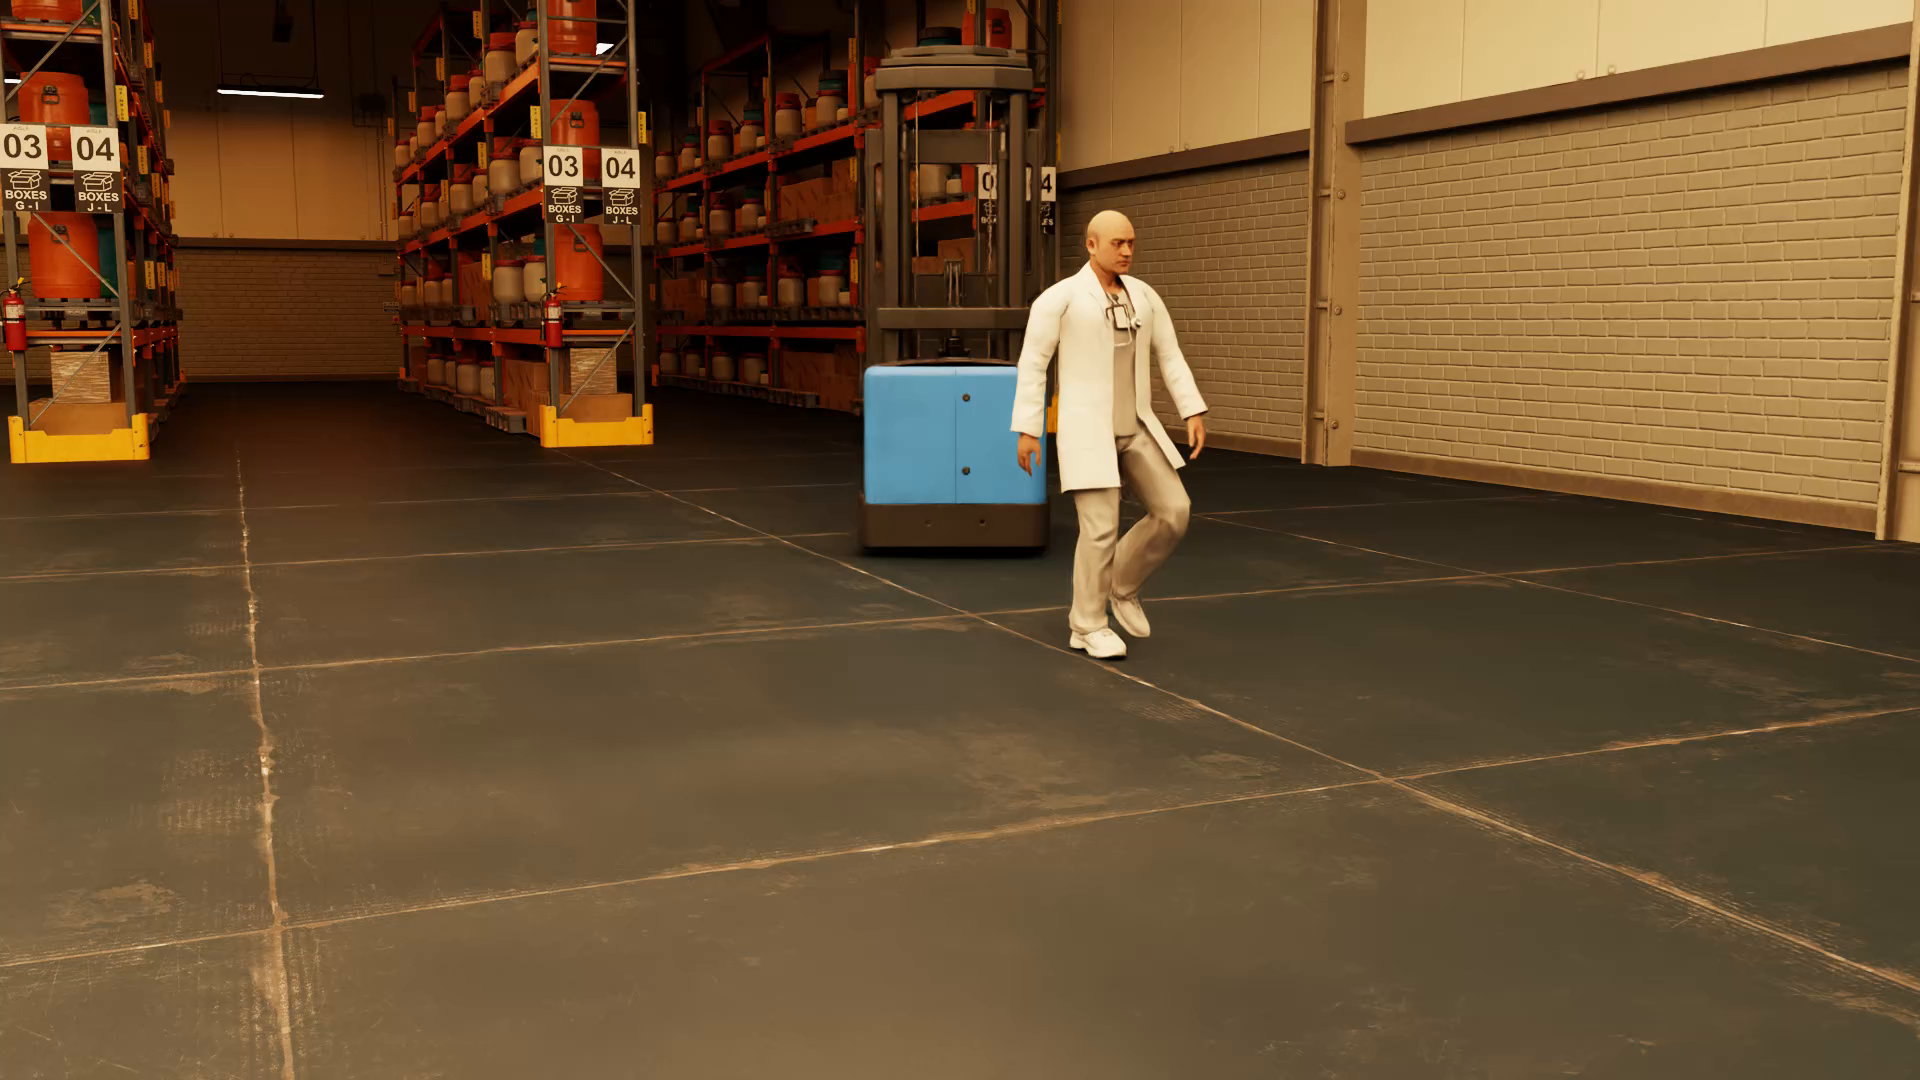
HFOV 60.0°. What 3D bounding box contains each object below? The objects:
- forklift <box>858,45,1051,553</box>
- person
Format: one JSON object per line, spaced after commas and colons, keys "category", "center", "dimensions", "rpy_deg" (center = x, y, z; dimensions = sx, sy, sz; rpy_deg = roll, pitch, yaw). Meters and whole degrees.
{"category": "forklift", "center": [-0.048, -1.540, 10.624], "dimensions": [1.130, 2.935, 3.031], "rpy_deg": [0, 8, -1]}
{"category": "person", "center": [0.603, -0.426, 6.670], "dimensions": [0.782, 1.758, 0.525], "rpy_deg": [-4, 9, -30]}
